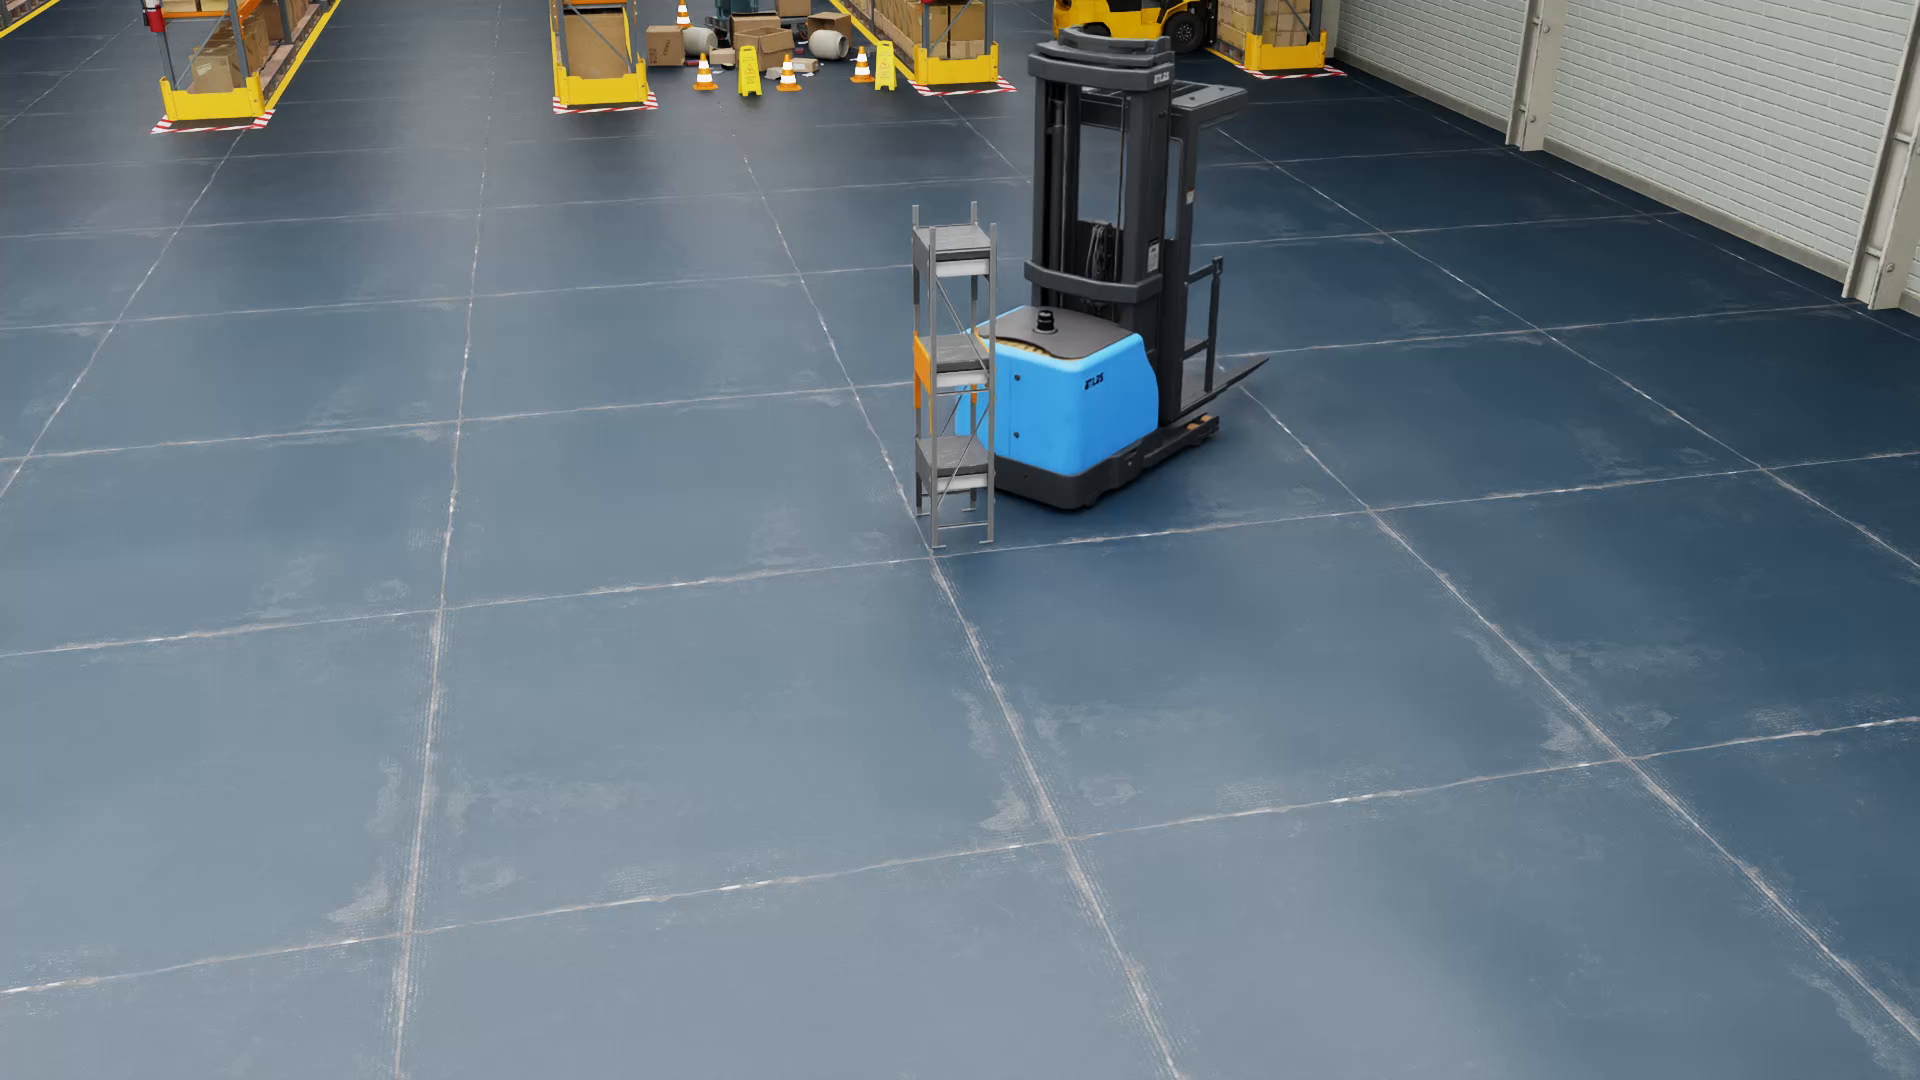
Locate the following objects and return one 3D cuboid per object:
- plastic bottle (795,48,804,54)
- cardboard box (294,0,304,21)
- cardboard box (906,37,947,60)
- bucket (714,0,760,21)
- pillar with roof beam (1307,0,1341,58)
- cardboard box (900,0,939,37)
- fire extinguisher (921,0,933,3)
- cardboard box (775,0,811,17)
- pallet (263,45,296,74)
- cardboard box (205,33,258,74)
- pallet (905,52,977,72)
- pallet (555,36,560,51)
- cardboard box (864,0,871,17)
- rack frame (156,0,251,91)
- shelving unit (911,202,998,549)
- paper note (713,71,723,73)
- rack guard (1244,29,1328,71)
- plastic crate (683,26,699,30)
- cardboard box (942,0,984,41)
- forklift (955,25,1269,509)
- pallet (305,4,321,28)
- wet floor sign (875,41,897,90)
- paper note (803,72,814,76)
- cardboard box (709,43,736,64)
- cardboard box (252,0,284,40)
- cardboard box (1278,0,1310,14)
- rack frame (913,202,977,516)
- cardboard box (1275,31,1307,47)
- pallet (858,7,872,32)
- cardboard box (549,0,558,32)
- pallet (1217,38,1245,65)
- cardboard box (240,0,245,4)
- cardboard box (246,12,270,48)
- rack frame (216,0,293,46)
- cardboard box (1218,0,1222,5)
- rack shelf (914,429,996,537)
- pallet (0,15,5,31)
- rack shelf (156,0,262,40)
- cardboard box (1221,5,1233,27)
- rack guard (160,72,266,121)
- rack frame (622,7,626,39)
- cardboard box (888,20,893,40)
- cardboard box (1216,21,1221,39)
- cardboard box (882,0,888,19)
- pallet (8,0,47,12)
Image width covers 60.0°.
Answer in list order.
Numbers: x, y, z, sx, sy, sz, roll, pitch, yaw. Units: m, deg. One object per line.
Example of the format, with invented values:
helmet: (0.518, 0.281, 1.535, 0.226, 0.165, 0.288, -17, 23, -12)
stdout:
plastic bottle: (-2.474, -7.545, 25.631, 0.133, 0.061, 0.283, -1, 27, -3)
cardboard box: (-11.052, -8.662, 26.867, 0.700, 0.500, 0.500, -4, 27, -7)
cardboard box: (-0.486, -7.156, 24.184, 0.500, 0.250, 0.500, -6, 27, -12)
bucket: (-3.461, -8.458, 26.125, 0.726, 0.611, 0.620, 3, 17, 6)
pillar with roof beam: (1.326, -11.002, 22.560, 9.100, 9.000, 0.400, -6, 27, -12)
cardboard box: (-0.592, -7.707, 24.443, 0.500, 0.500, 0.500, -5, 27, -10)
fire extinguisher: (-0.459, -7.726, 22.814, 0.296, 0.674, 0.183, -6, 27, -12)
cardboard box: (-2.665, -8.642, 26.477, 0.500, 0.500, 0.500, -6, 27, -12)
pallet: (-10.407, -7.071, 24.526, 1.003, 0.211, 1.213, -6, 27, -12)
cardboard box: (-10.106, -6.735, 23.072, 0.500, 0.500, 0.500, -3, 27, -7)
pallet: (-0.202, -7.007, 24.397, 1.003, 0.211, 1.213, -6, 27, -12)
pallet: (-5.642, -7.480, 25.336, 1.003, 0.211, 1.213, -6, 27, -12)
cardboard box: (-1.058, -8.858, 27.422, 0.950, 0.372, 0.625, -6, 27, -11)
rack frame: (-9.691, -6.852, 20.996, 1.000, 3.000, 0.127, -6, 27, -12)
shelving unit: (-0.037, -1.010, 10.421, 0.431, 2.100, 0.503, -6, 27, -12)
paper note: (-3.526, -6.827, 24.244, 0.144, 0.017, 0.142, 3, 27, 6)
rack guard: (4.804, -7.237, 24.534, 1.175, 0.500, 0.348, -6, 27, -12)
plastic crate: (-4.422, -7.894, 26.118, 0.450, 0.188, 0.662, -2, 25, 20)
cardboard box: (0.046, -7.545, 24.123, 0.500, 0.500, 0.500, -7, 28, -13)
forklift: (1.253, -2.113, 11.684, 1.130, 2.935, 3.031, 19, 33, 33)
pallet: (-11.319, -8.776, 27.902, 1.003, 0.211, 1.213, -6, 27, -12)
wet floor sign: (-1.036, -6.615, 23.139, 0.267, 0.644, 0.232, 3, 27, 6)
paper note: (-2.188, -6.745, 24.080, 0.148, 0.019, 0.142, -16, 31, -29)
cardboard box: (-3.556, -7.279, 24.876, 0.396, 0.266, 0.258, -1, 27, -3)
cardboard box: (-10.710, -7.960, 25.477, 0.700, 0.500, 0.500, -8, 28, -16)
cardboard box: (4.875, -8.000, 24.747, 0.500, 0.250, 0.500, -6, 27, -12)
rack frame: (-0.092, -1.117, 10.633, 0.400, 2.100, 0.015, -6, 27, -12)
cardboard box: (4.879, -7.559, 24.983, 0.500, 0.250, 0.500, -6, 27, -11)
pallet: (-1.114, -8.711, 27.774, 1.003, 0.211, 1.213, -6, 27, -12)
cardboard box: (-5.965, -8.513, 26.319, 1.050, 0.750, 0.750, -6, 27, -12)
pallet: (4.586, -7.450, 25.276, 1.003, 0.211, 1.213, -6, 27, -12)
cardboard box: (-9.603, -7.112, 21.790, 0.380, 0.149, 0.250, -6, 27, -12)
cardboard box: (-10.541, -7.499, 24.587, 0.500, 0.500, 0.500, -7, 28, -13)
rack frame: (-10.593, -8.608, 24.475, 1.000, 3.000, 0.127, -6, 27, -12)
cardboard box: (4.147, -8.384, 25.508, 0.500, 0.250, 0.500, -6, 27, -11)
rack shelf: (-0.037, -0.373, 10.742, 0.431, 0.518, 0.480, -6, 27, -12)
pallet: (-16.183, -8.272, 26.904, 1.003, 0.211, 1.213, -6, 27, -12)
rack shelf: (-10.142, -7.408, 22.897, 1.077, 0.370, 4.000, -6, 27, -12)
cardboard box: (4.282, -7.950, 25.202, 0.500, 0.250, 0.500, -6, 27, -12)
rack guard: (-9.708, -5.769, 21.625, 1.175, 0.500, 0.348, -6, 27, -12)
rack frame: (-5.737, -9.067, 25.385, 1.000, 3.000, 0.127, -6, 27, -12)
cardboard box: (-0.814, -7.822, 25.503, 0.500, 0.250, 0.500, -6, 27, -12)
cardboard box: (4.179, -7.938, 25.733, 0.500, 0.250, 0.500, -6, 27, -11)
cardboard box: (-0.936, -8.388, 25.794, 0.500, 0.500, 0.500, -5, 27, -10)
pallet: (-16.809, -9.492, 29.322, 1.003, 0.211, 1.213, -6, 27, -12)
